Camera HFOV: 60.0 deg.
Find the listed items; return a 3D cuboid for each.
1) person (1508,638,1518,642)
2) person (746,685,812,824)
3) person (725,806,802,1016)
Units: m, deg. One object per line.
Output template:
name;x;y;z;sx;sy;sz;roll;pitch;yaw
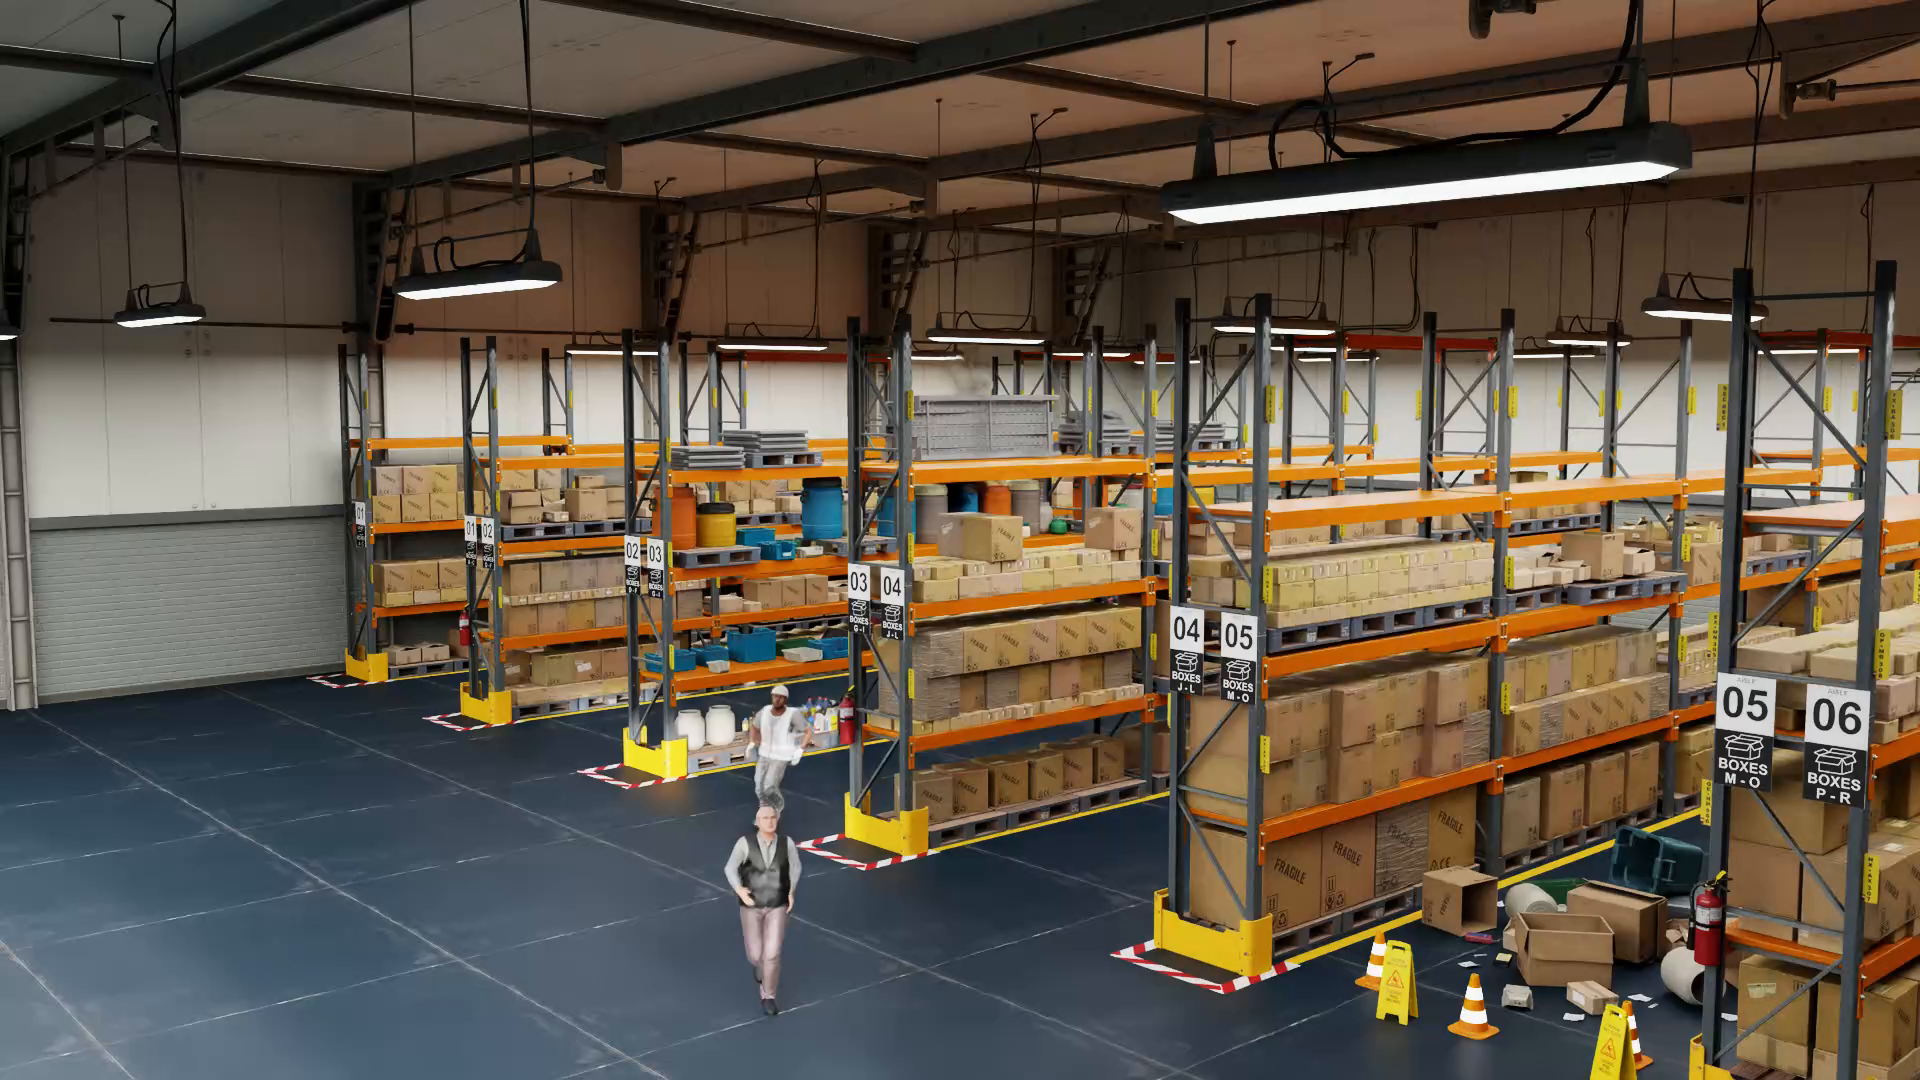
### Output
person;7.599;2.230;22.949;0.667;1.750;0.915;5;7;45
person;-2.178;2.552;19.521;0.745;1.721;0.537;2;6;25
person;-1.647;3.078;14.015;0.660;1.708;0.676;-1;5;-11
